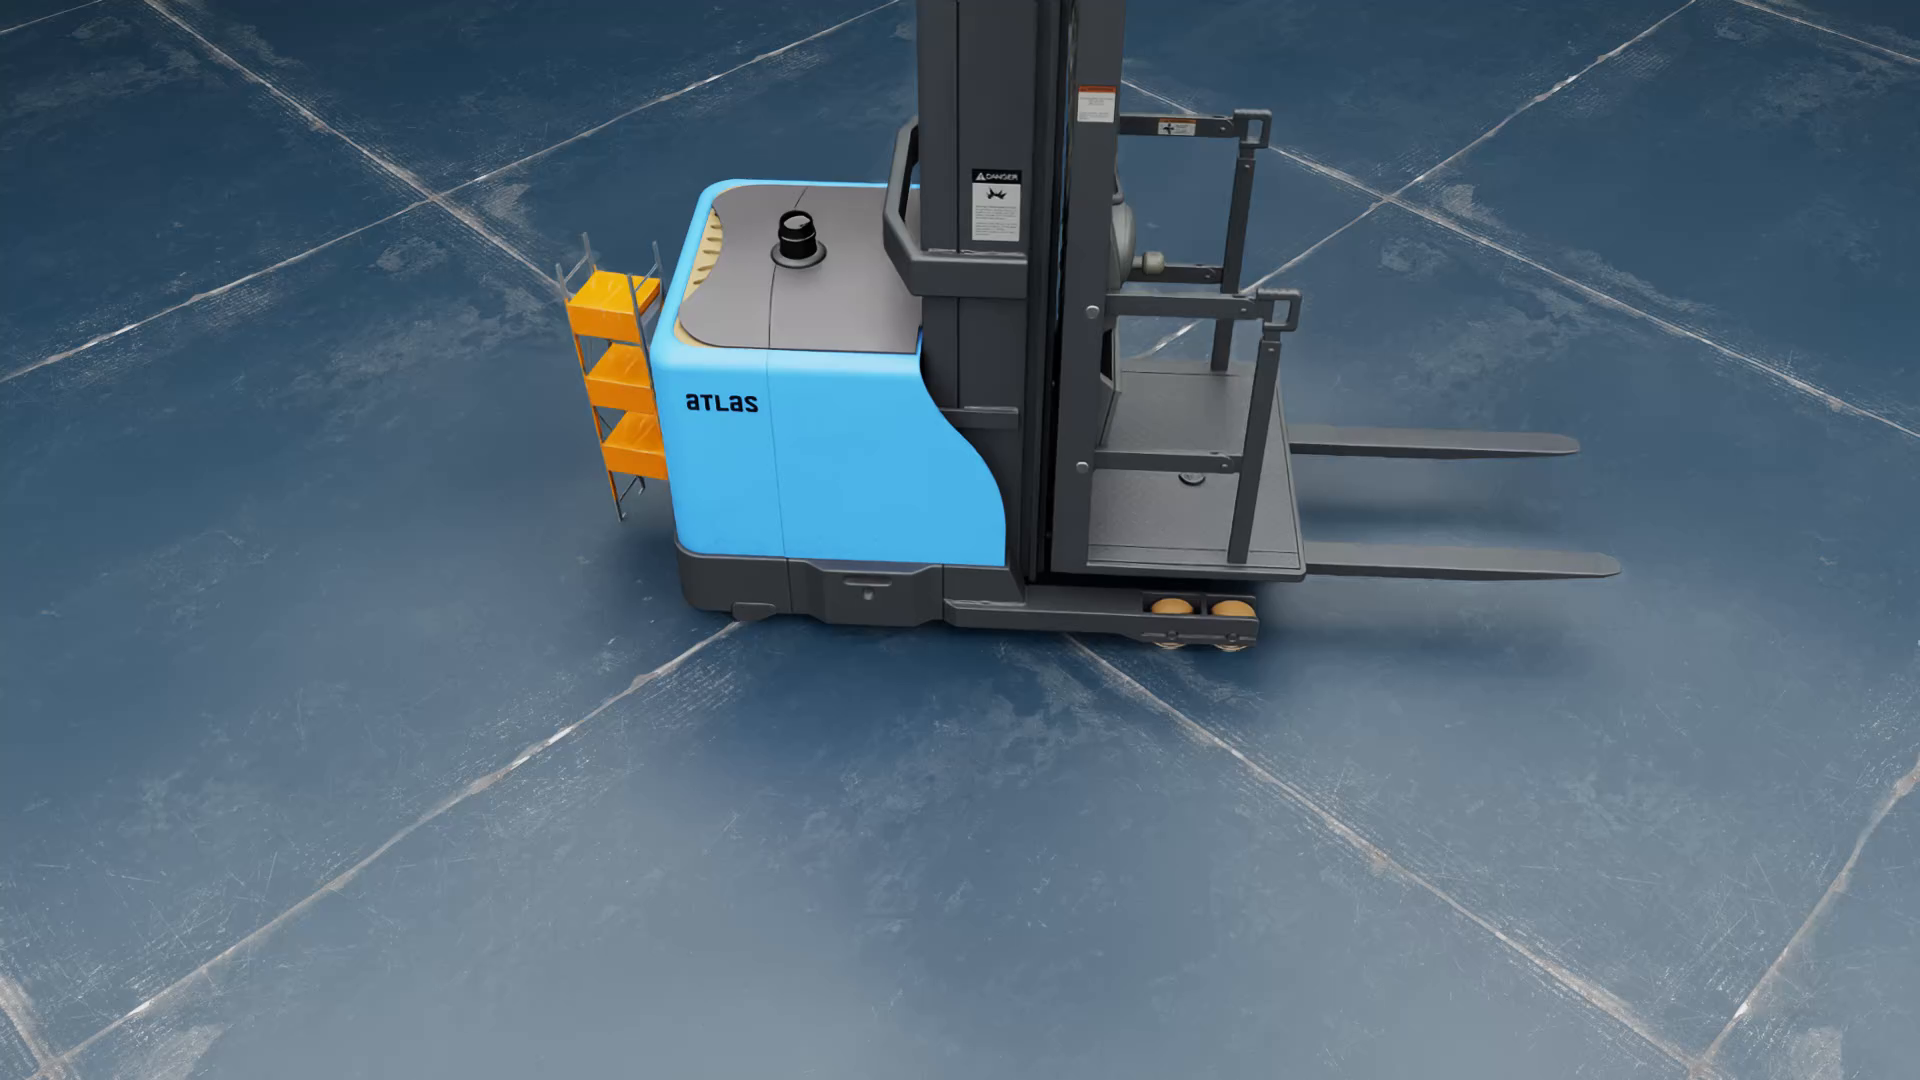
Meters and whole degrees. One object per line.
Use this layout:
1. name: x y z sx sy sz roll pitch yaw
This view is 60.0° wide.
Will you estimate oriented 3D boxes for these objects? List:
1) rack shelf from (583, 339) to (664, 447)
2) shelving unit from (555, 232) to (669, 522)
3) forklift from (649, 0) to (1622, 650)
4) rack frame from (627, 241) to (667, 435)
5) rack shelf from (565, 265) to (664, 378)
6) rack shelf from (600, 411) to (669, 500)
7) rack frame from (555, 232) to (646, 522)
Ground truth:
1. rack shelf: -1.070 -0.489 5.513 0.240 0.259 0.215 10 44 15
2. shelving unit: -1.070 -0.497 5.506 0.252 1.050 0.215 10 44 15
3. forklift: 0.622 -1.095 4.775 3.031 2.935 1.130 2 43 2
4. rack frame: -0.954 -0.477 5.474 0.008 1.050 0.200 10 44 15
5. rack shelf: -1.084 -0.701 5.324 0.240 0.259 0.215 10 44 15
6. rack shelf: -1.055 -0.283 5.698 0.240 0.259 0.215 10 44 15
7. rack frame: -1.186 -0.517 5.537 0.008 1.050 0.200 10 44 15
